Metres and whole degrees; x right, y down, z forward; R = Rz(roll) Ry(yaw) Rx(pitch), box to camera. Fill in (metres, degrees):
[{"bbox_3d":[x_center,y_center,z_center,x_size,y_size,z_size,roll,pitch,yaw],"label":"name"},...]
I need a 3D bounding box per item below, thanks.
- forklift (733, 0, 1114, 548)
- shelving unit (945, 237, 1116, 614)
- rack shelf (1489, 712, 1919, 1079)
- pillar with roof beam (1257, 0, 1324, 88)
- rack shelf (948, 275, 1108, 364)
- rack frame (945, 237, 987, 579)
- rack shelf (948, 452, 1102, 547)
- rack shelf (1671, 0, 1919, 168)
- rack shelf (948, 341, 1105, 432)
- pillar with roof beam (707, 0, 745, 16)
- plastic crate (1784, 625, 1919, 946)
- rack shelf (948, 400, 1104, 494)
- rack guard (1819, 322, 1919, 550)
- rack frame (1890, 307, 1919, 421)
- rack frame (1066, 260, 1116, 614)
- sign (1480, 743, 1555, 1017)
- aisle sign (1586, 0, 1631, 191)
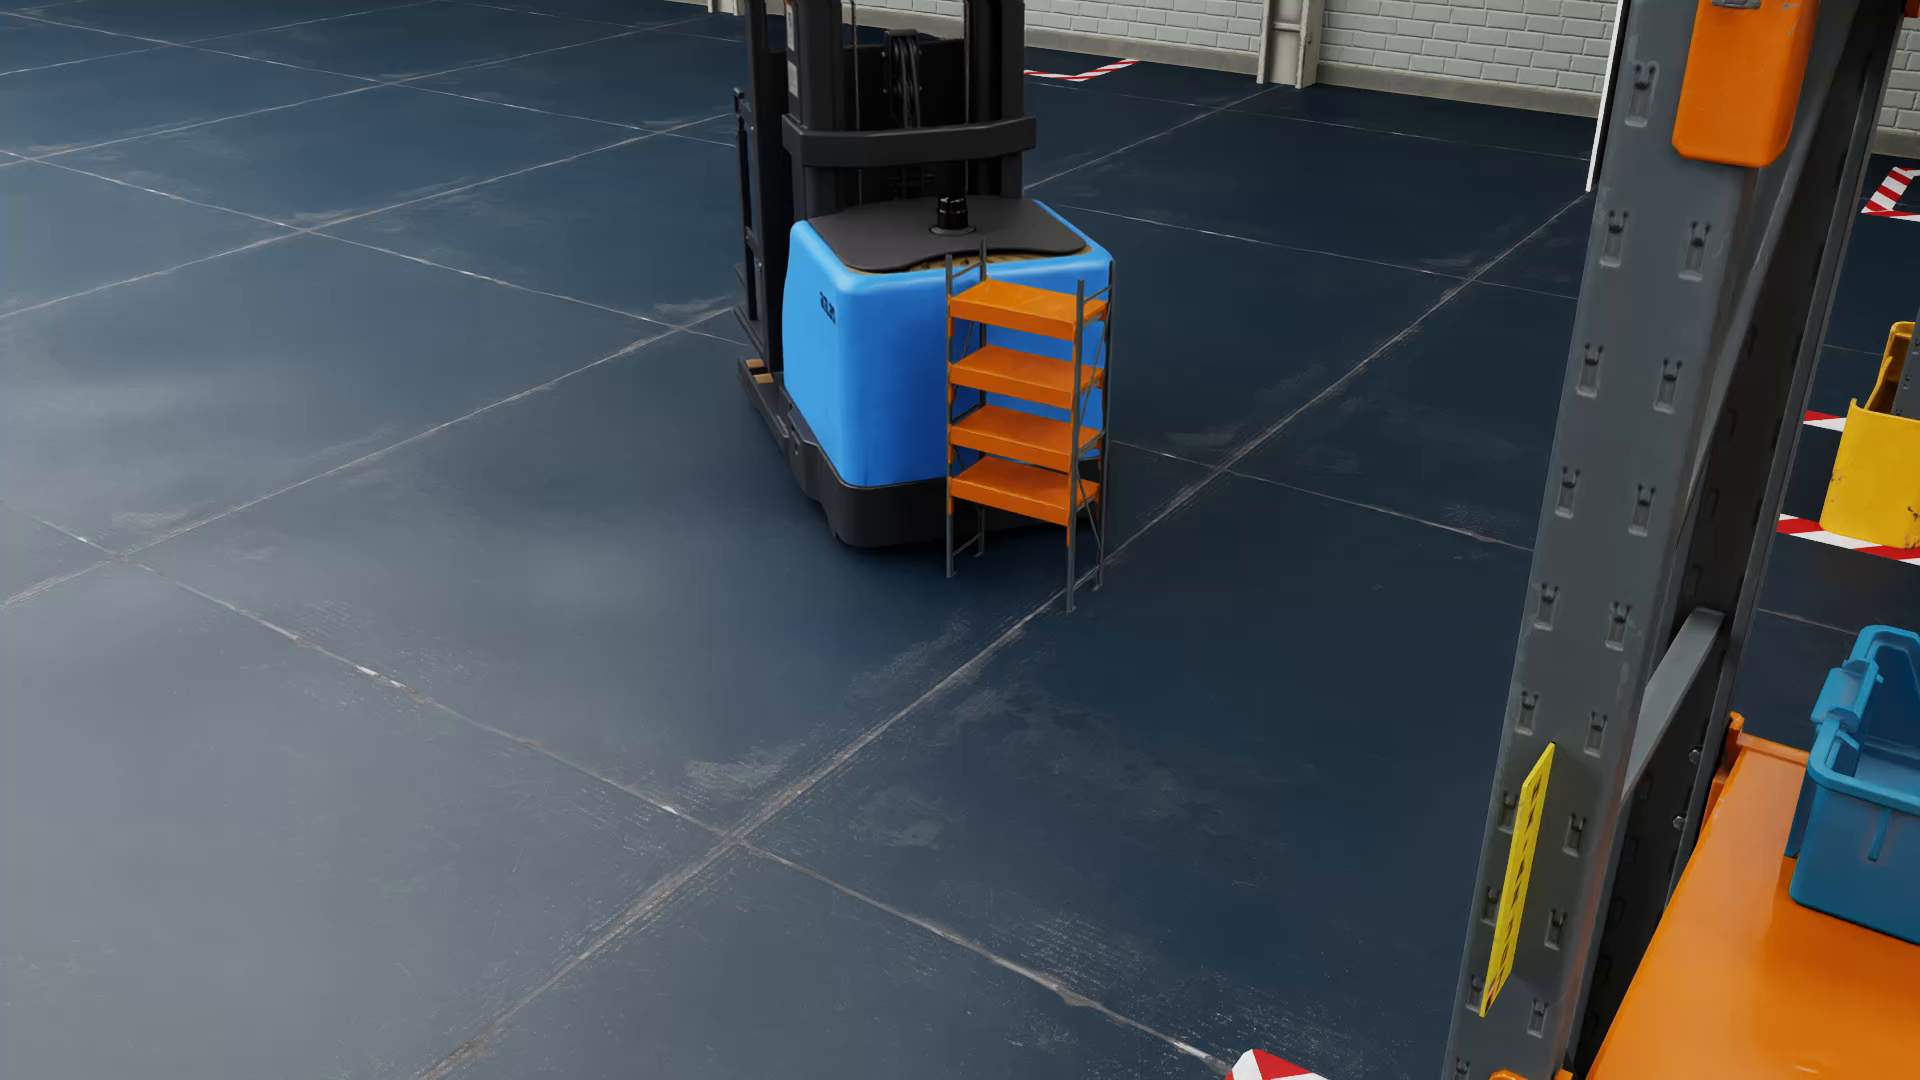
[{"bbox_3d":[-0.370,-1.926,6.802,1.130,2.935,3.031,-8,28,-16],"label":"forklift"},{"bbox_3d":[0.229,-0.383,5.680,0.503,1.200,0.258,16,31,28],"label":"shelving unit"},{"bbox_3d":[2.592,1.140,1.496,4.000,0.370,1.077,17,32,30],"label":"rack shelf"},{"bbox_3d":[0.236,-6.147,8.406,0.400,9.000,9.100,17,32,30],"label":"pillar with roof beam"},{"bbox_3d":[0.229,-0.734,5.502,0.480,0.148,0.258,16,31,28],"label":"rack shelf"},{"bbox_3d":[0.021,-0.441,5.794,0.015,1.200,0.240,16,31,28],"label":"rack frame"},{"bbox_3d":[0.229,-0.146,5.801,0.480,0.148,0.258,16,31,28],"label":"rack shelf"},{"bbox_3d":[2.592,-0.197,0.815,4.000,0.370,1.077,17,32,30],"label":"rack shelf"},{"bbox_3d":[0.229,-0.523,5.609,0.480,0.148,0.258,16,31,28],"label":"rack shelf"},{"bbox_3d":[-4.710,-7.687,11.434,0.400,9.000,9.100,17,32,30],"label":"pillar with roof beam"},{"bbox_3d":[1.525,0.389,2.343,0.616,0.251,0.499,17,32,30],"label":"plastic crate"},{"bbox_3d":[0.229,-0.323,5.711,0.480,0.148,0.258,16,31,28],"label":"rack shelf"},{"bbox_3d":[3.731,-0.437,6.558,0.348,0.500,1.175,17,32,30],"label":"rack guard"},{"bbox_3d":[3.751,-1.545,5.979,0.127,3.000,1.000,17,32,30],"label":"rack frame"},{"bbox_3d":[0.437,-0.325,5.567,0.015,1.200,0.240,16,31,28],"label":"rack frame"},{"bbox_3d":[0.628,0.387,1.877,0.005,0.325,0.100,17,32,30],"label":"sign"},{"bbox_3d":[0.718,-0.762,1.573,0.004,0.787,0.394,17,32,30],"label":"aisle sign"}]
